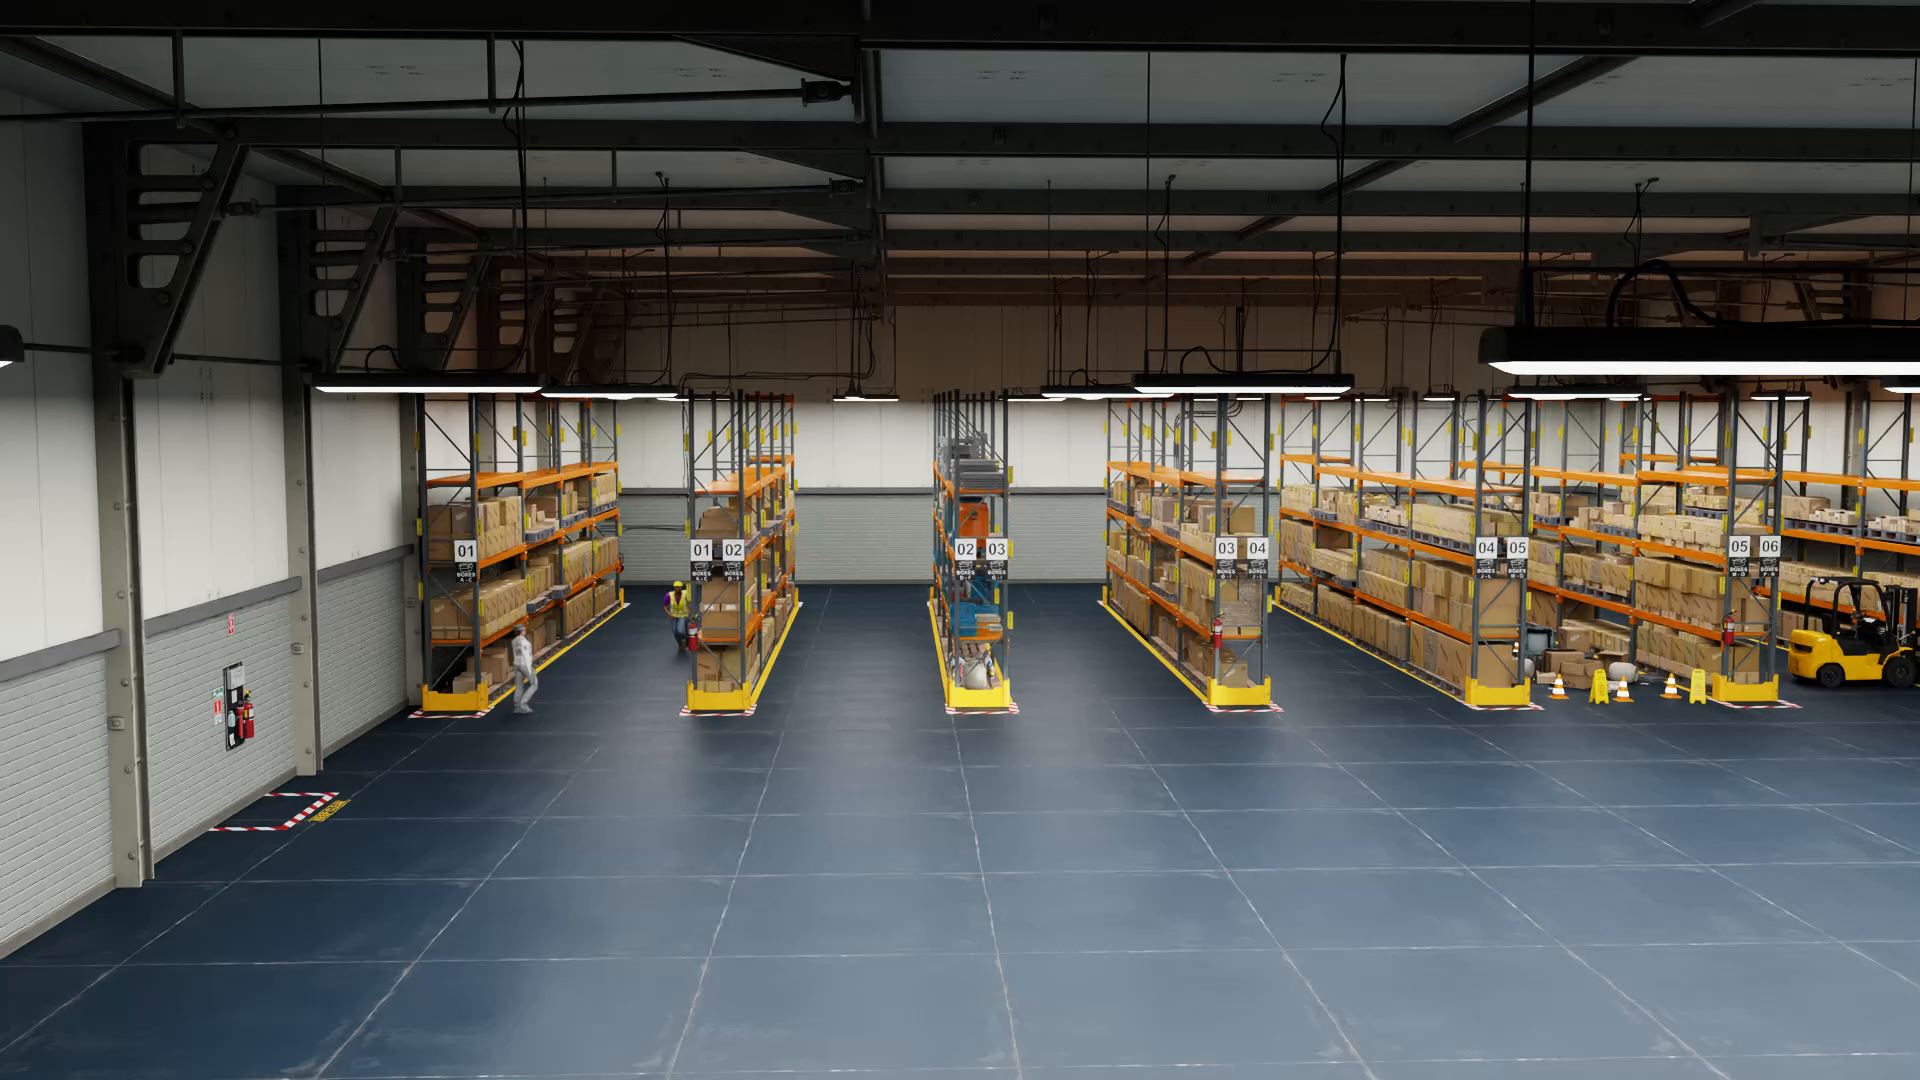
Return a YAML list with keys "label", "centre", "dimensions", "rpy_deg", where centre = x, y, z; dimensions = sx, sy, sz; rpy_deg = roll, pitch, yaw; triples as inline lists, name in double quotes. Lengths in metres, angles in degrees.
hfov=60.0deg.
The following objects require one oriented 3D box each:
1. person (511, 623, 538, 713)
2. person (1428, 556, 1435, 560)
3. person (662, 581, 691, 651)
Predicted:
- label: "person"
  centre: [-8.106, 2.376, 30.803]
  dimensions: [0.580, 1.652, 0.429]
  rpy_deg: [3, 6, 35]
- label: "person"
  centre: [12.847, 1.242, 45.271]
  dimensions: [0.458, 1.595, 0.466]
  rpy_deg: [0, 5, -3]
- label: "person"
  centre: [-6.506, 1.757, 38.432]
  dimensions: [0.656, 1.669, 0.702]
  rpy_deg: [1, 5, 7]
